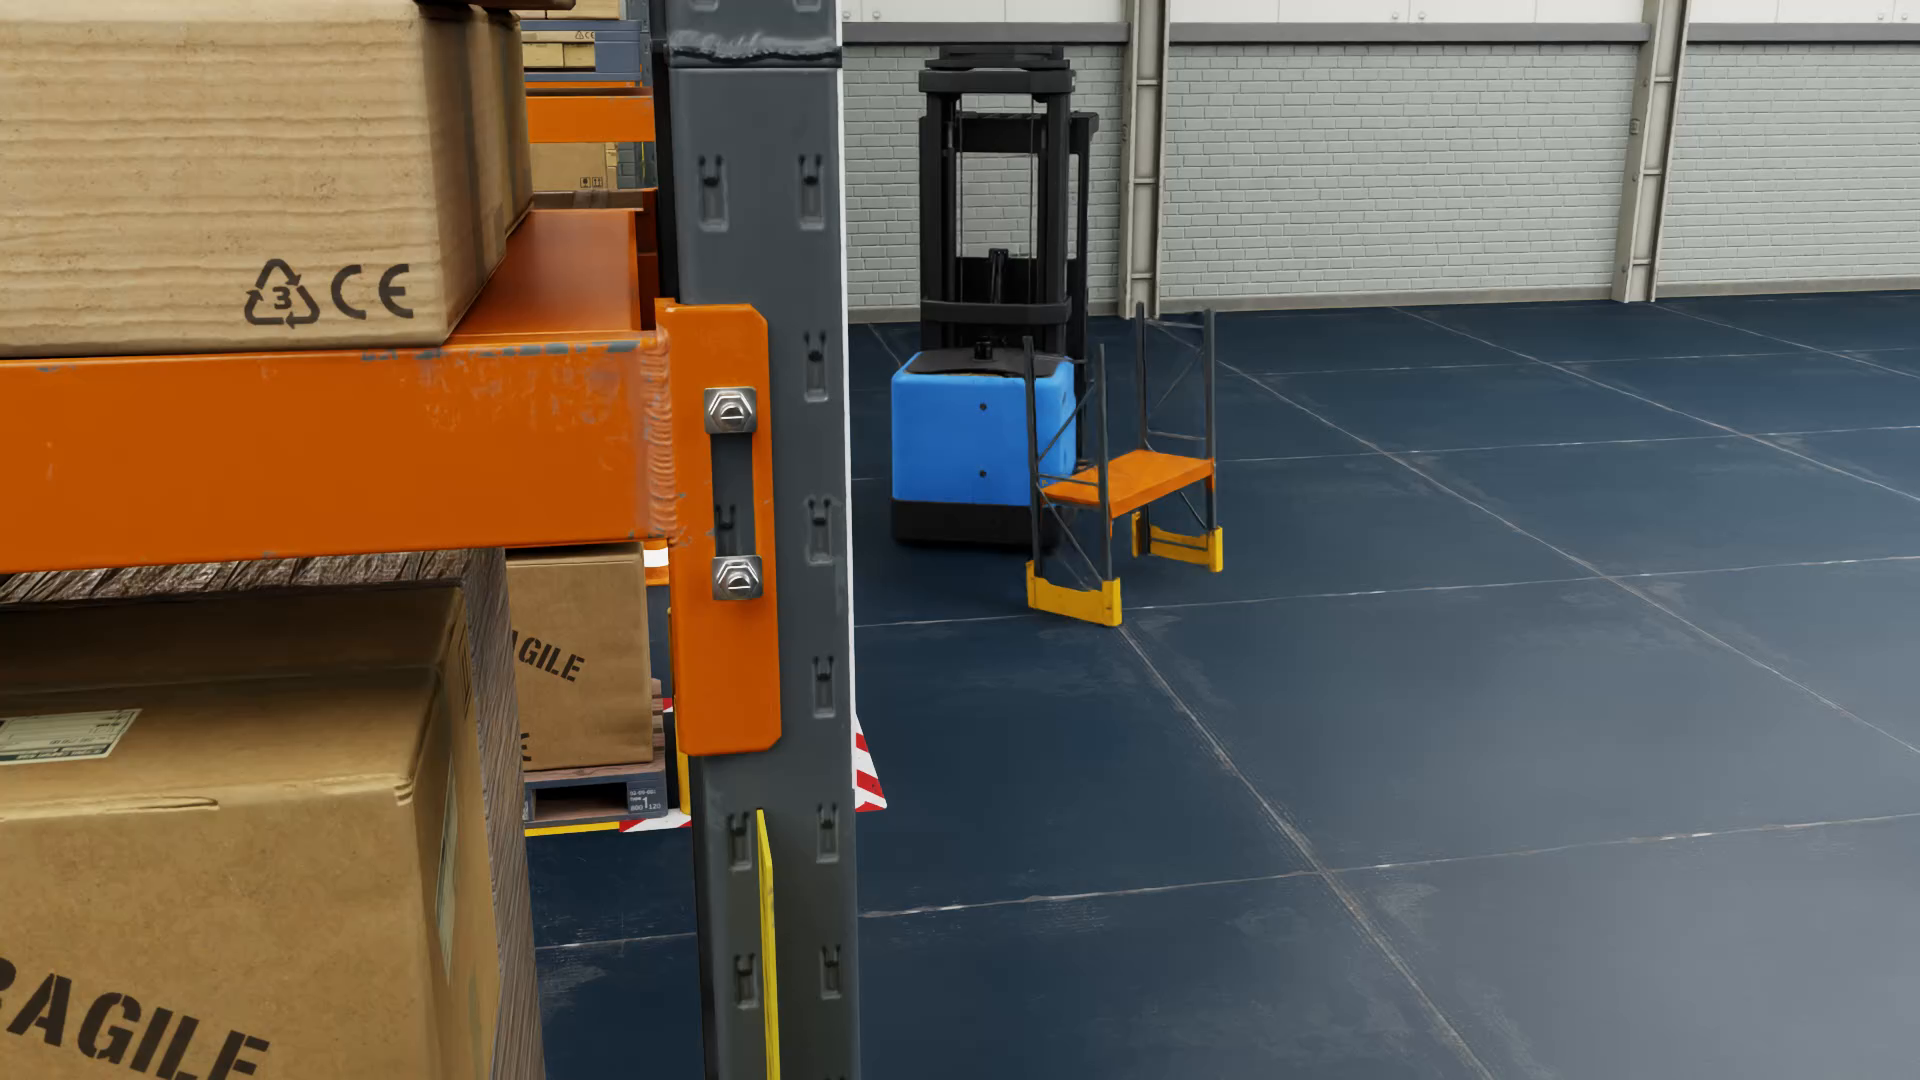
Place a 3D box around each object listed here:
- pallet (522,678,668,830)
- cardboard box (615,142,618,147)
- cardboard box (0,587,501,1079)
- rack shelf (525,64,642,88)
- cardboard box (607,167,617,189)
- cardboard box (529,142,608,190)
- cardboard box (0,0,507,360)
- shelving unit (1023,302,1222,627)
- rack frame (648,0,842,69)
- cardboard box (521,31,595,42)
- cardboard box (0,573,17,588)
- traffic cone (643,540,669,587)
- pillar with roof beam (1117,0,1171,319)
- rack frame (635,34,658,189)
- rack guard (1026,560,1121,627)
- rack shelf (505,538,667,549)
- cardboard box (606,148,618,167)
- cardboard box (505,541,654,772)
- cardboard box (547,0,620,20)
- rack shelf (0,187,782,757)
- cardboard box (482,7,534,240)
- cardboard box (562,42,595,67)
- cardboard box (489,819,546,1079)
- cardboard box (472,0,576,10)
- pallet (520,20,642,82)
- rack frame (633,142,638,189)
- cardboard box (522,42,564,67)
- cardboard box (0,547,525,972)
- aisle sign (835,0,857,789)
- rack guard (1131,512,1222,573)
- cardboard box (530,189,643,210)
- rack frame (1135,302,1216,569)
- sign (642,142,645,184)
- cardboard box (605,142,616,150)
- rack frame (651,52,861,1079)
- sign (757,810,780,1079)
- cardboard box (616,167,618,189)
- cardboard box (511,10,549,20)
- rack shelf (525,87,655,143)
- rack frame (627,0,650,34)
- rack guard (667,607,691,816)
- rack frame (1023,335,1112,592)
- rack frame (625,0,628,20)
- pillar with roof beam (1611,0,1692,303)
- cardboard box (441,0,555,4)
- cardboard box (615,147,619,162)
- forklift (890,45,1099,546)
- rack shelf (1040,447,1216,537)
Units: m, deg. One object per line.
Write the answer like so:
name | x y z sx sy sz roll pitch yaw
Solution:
pallet | -1.857 0.904 7.009 1.213 0.211 1.003 -3 17 -10
cardboard box | -3.441 -3.891 16.090 0.250 0.149 0.380 -4 17 -12
cardboard box | -0.738 0.373 1.607 0.500 0.500 0.500 -3 17 -10
rack shelf | -4.089 -2.896 10.748 4.000 0.370 1.077 -3 17 -10
cardboard box | -3.504 -3.293 15.753 0.500 0.500 0.500 -4 17 -12
cardboard box | -2.585 -2.494 10.943 0.500 0.500 0.700 -4 17 -12
cardboard box | -0.670 -0.323 1.400 0.500 0.250 0.500 -3 17 -9
shelving unit | 0.893 -0.446 9.086 0.587 1.500 1.083 12 24 39
rack frame | -0.245 -1.928 1.263 0.127 3.000 1.000 -3 17 -10
cardboard box | -2.577 -3.316 10.638 0.500 0.250 0.500 -3 17 -11
cardboard box | -1.329 0.249 2.011 0.500 0.500 0.500 -3 17 -10
traffic cone | -1.758 -0.008 9.549 0.334 0.463 0.336 -3 17 -10
pillar with roof beam | 2.783 -5.530 12.990 0.400 9.000 9.100 -3 17 -10
rack frame | -2.125 -1.917 11.445 0.127 3.000 1.000 -3 17 -10
rack guard | 0.606 0.282 8.926 0.587 0.250 0.087 12 24 39
rack shelf | -3.051 -0.041 6.561 4.000 0.370 1.077 -3 17 -10
cardboard box | -3.358 -3.606 15.668 0.250 0.149 0.380 -3 17 -10
cardboard box | -1.740 0.376 6.883 0.875 0.875 0.875 -3 17 -10
cardboard box | -1.349 -1.942 5.960 0.250 0.149 0.380 -3 17 -11
rack shelf | -2.209 -0.039 1.447 4.000 0.370 1.077 -3 17 -10
cardboard box | -0.767 -0.470 1.881 0.500 0.250 0.500 -3 17 -9
cardboard box | -2.423 -3.131 10.715 0.250 0.149 0.380 -3 17 -10
cardboard box | -0.791 0.772 2.012 0.500 0.500 0.875 -3 17 -10
cardboard box | -0.560 -0.665 1.834 0.250 0.149 0.380 -3 17 -11
pallet | -1.813 -1.843 6.246 1.213 0.211 1.003 -3 17 -10
rack frame | -3.071 -3.348 16.104 0.127 3.000 1.000 -3 17 -10
cardboard box | -2.661 -3.107 10.639 0.250 0.149 0.380 -3 17 -10
cardboard box | -0.837 0.224 2.095 0.500 0.500 0.500 -3 17 -10
aisle sign | -0.128 -0.220 1.492 0.004 0.787 0.394 -3 17 -10
rack guard | 1.252 0.011 9.633 0.587 0.250 0.087 12 24 39
cardboard box | -1.459 -1.074 6.606 0.550 0.550 0.875 -3 17 -10
rack frame | 1.228 -0.587 9.454 0.500 1.500 0.032 12 24 39
sign | -2.040 -2.461 10.704 0.005 0.325 0.100 -3 17 -10
cardboard box | -3.382 -3.767 15.687 0.250 0.149 0.380 -3 17 -10
rack frame | -0.245 0.939 2.144 0.127 3.000 1.000 -3 17 -10
sign | -0.160 0.396 1.403 0.005 0.325 0.100 -3 17 -10
cardboard box | -3.610 -3.448 16.260 0.500 0.500 0.500 -3 17 -9
cardboard box | -1.597 -1.928 5.915 0.250 0.149 0.380 -3 17 -10
rack shelf | -3.051 -1.475 6.120 4.000 0.370 1.077 -3 17 -10
rack frame | -2.125 -4.785 10.565 0.127 3.000 1.000 -3 17 -10
rack guard | -1.063 0.698 7.189 0.348 0.500 1.175 -3 17 -10
rack frame | 0.569 -0.310 8.731 0.500 1.500 0.032 12 24 39
rack frame | -3.071 -6.216 15.223 0.127 3.000 1.000 -3 17 -10
pillar with roof beam | 8.674 -5.864 14.078 0.400 9.000 9.100 -3 17 -10
cardboard box | -0.459 -0.508 1.324 0.250 0.149 0.380 -3 17 -10
cardboard box | -3.453 -3.762 16.176 0.250 0.149 0.380 -4 17 -12
forklift | 0.321 -1.757 11.040 1.130 2.935 3.031 3 17 9
rack shelf | 0.909 -0.278 9.148 0.538 0.185 1.000 12 24 39
